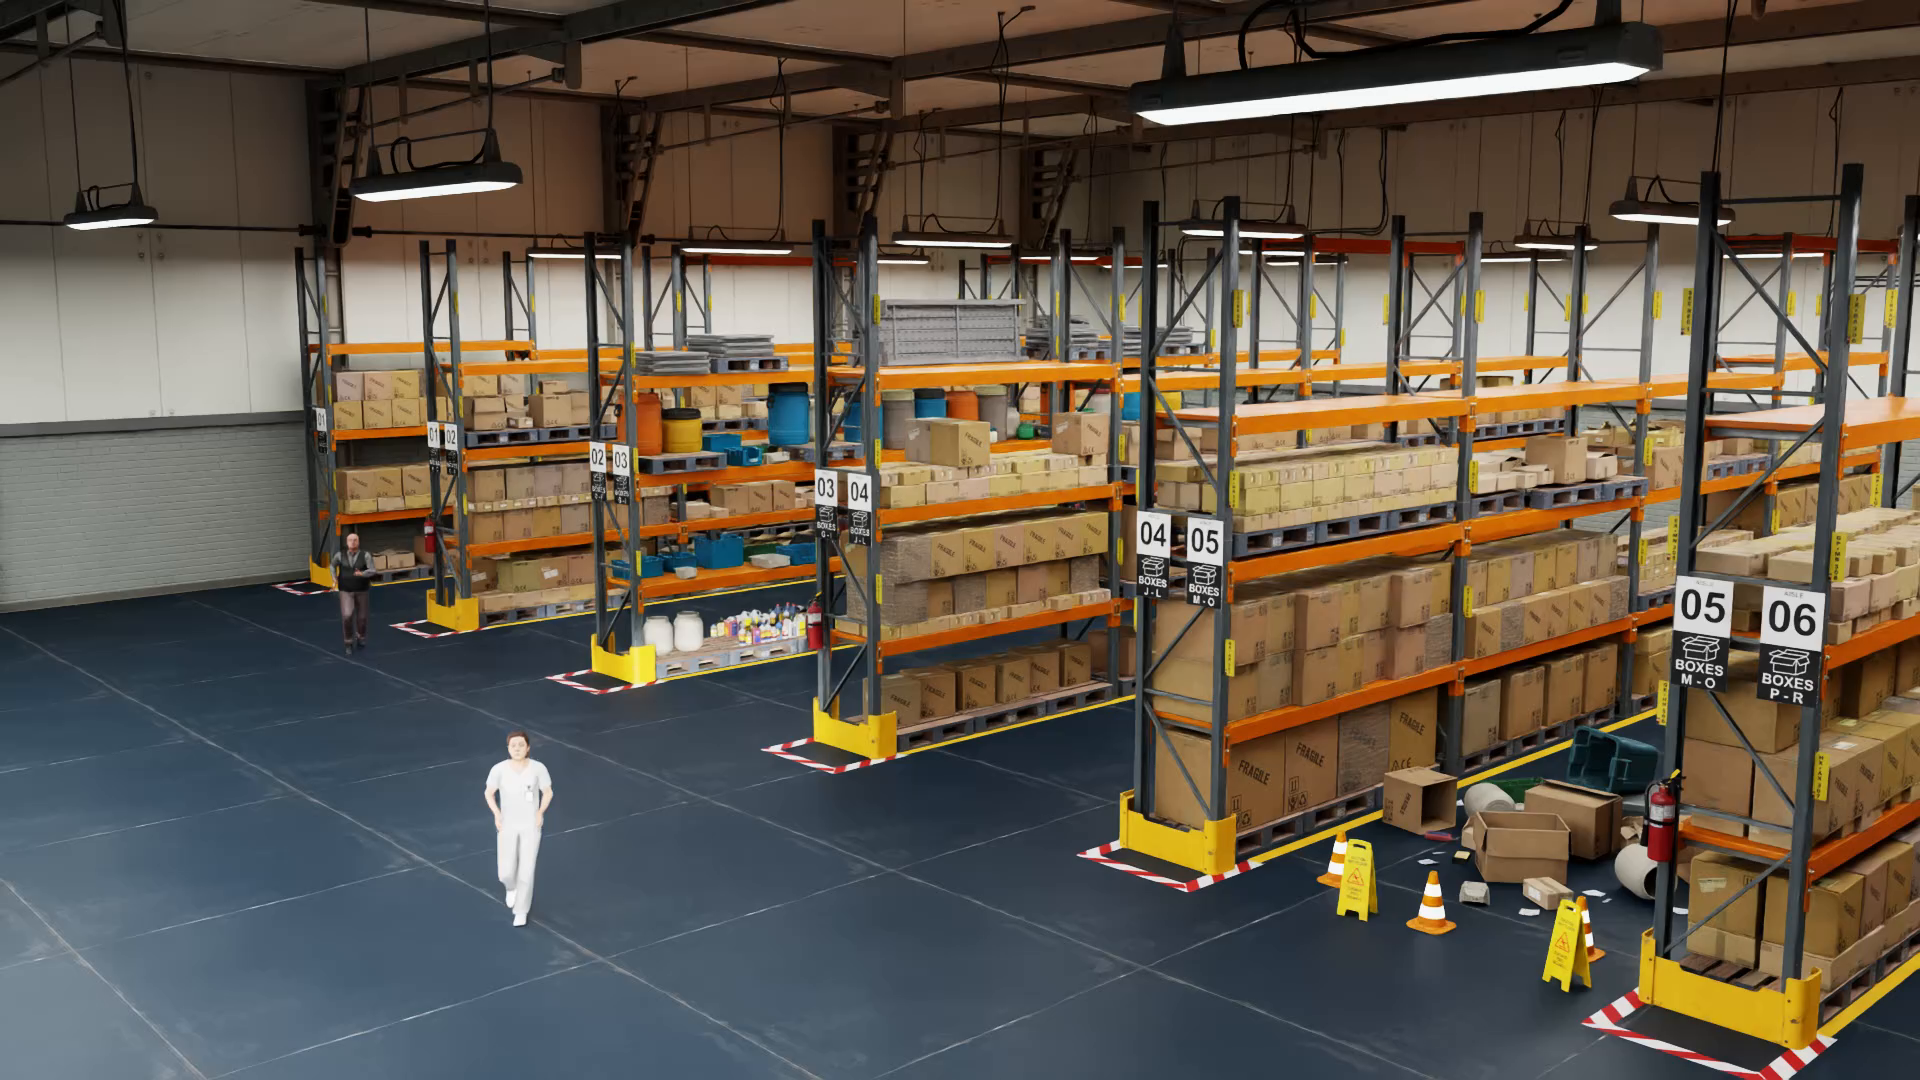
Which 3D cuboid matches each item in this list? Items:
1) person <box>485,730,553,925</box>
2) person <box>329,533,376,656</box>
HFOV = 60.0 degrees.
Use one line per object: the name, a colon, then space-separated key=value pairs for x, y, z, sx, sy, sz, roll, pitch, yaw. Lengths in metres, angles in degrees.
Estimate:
person: x=-3.630 y=2.367 z=13.729 sx=0.546 sy=1.615 sz=0.554 roll=-2 pitch=9 yaw=-13
person: x=-8.800 y=0.788 z=24.160 sx=0.624 sy=1.773 sz=0.747 roll=-3 pitch=9 yaw=-22
